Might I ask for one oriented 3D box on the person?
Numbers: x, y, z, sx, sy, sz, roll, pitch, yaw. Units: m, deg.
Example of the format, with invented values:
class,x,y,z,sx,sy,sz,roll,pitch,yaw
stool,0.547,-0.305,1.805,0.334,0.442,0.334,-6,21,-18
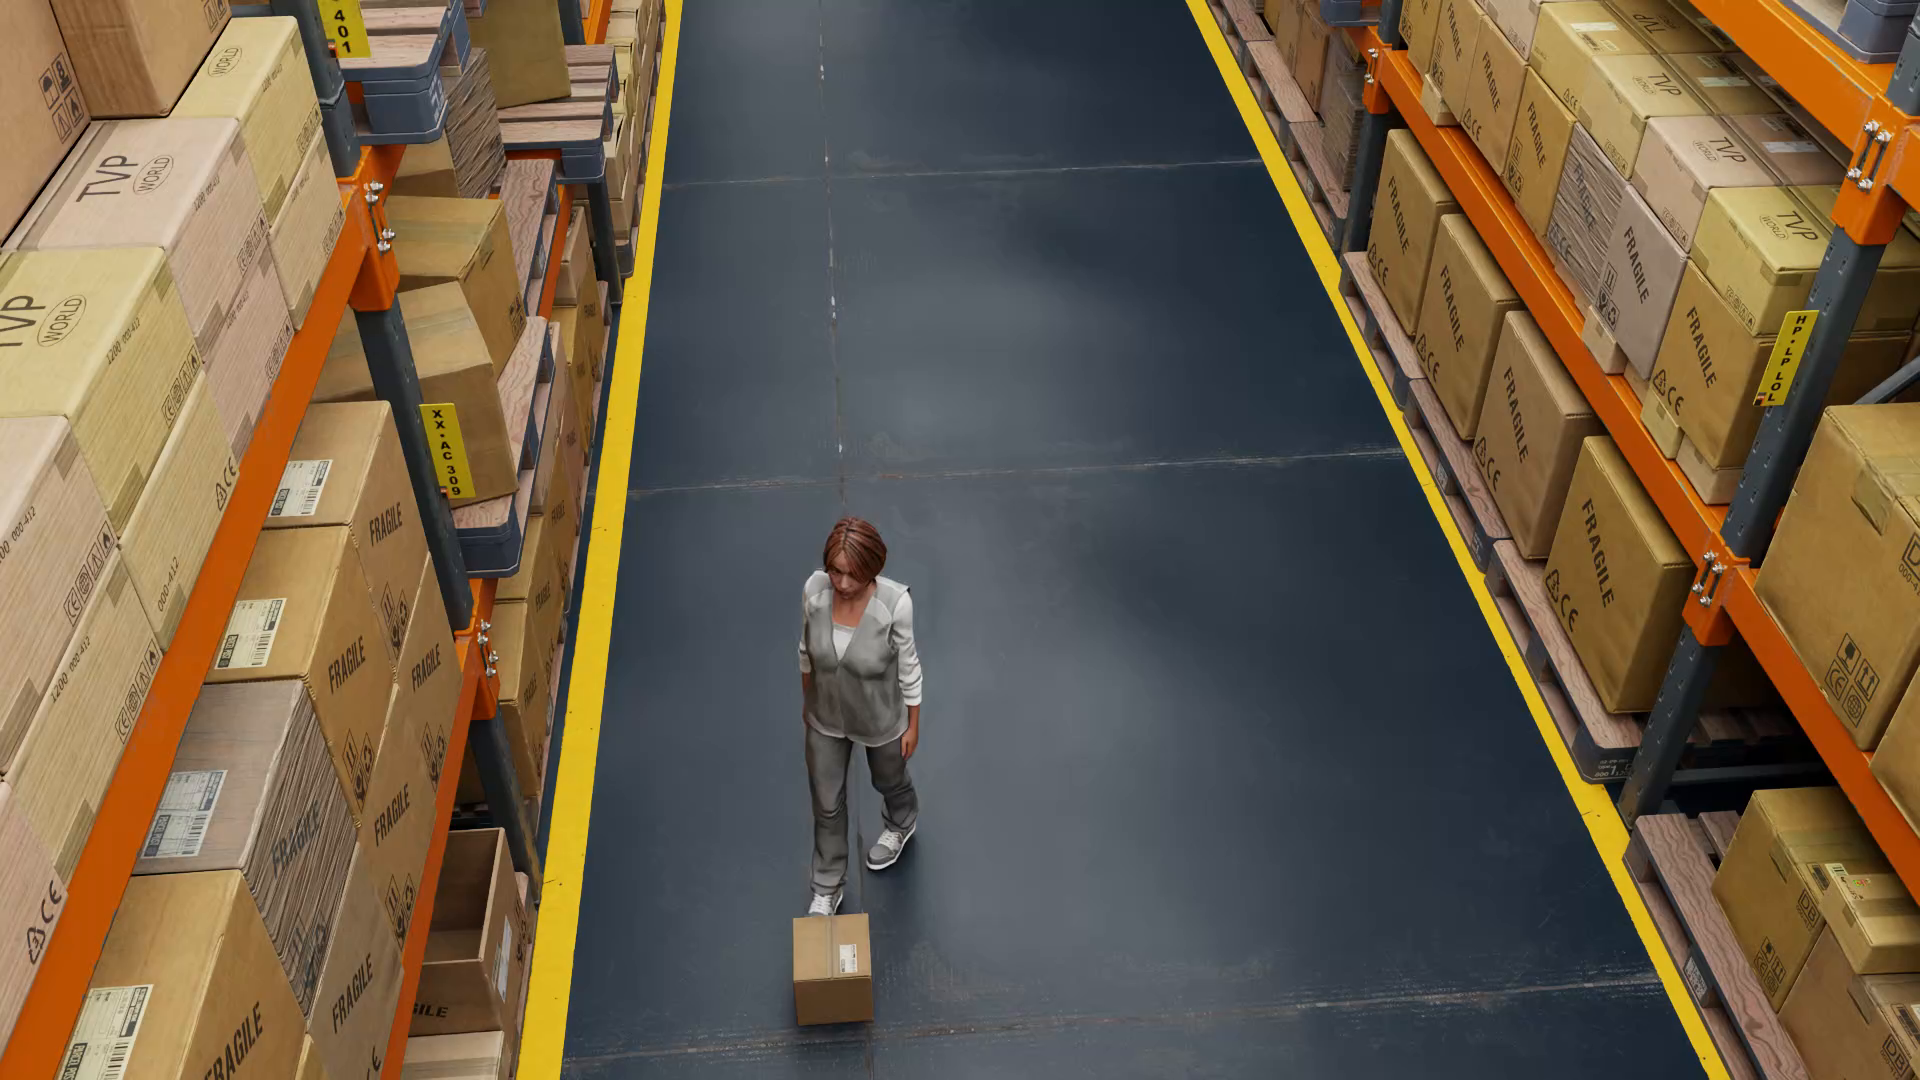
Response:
class,x,y,z,sx,sy,sz,roll,pitch,yaw
person,-0.341,0.646,5.457,0.420,1.486,0.644,9,41,11
